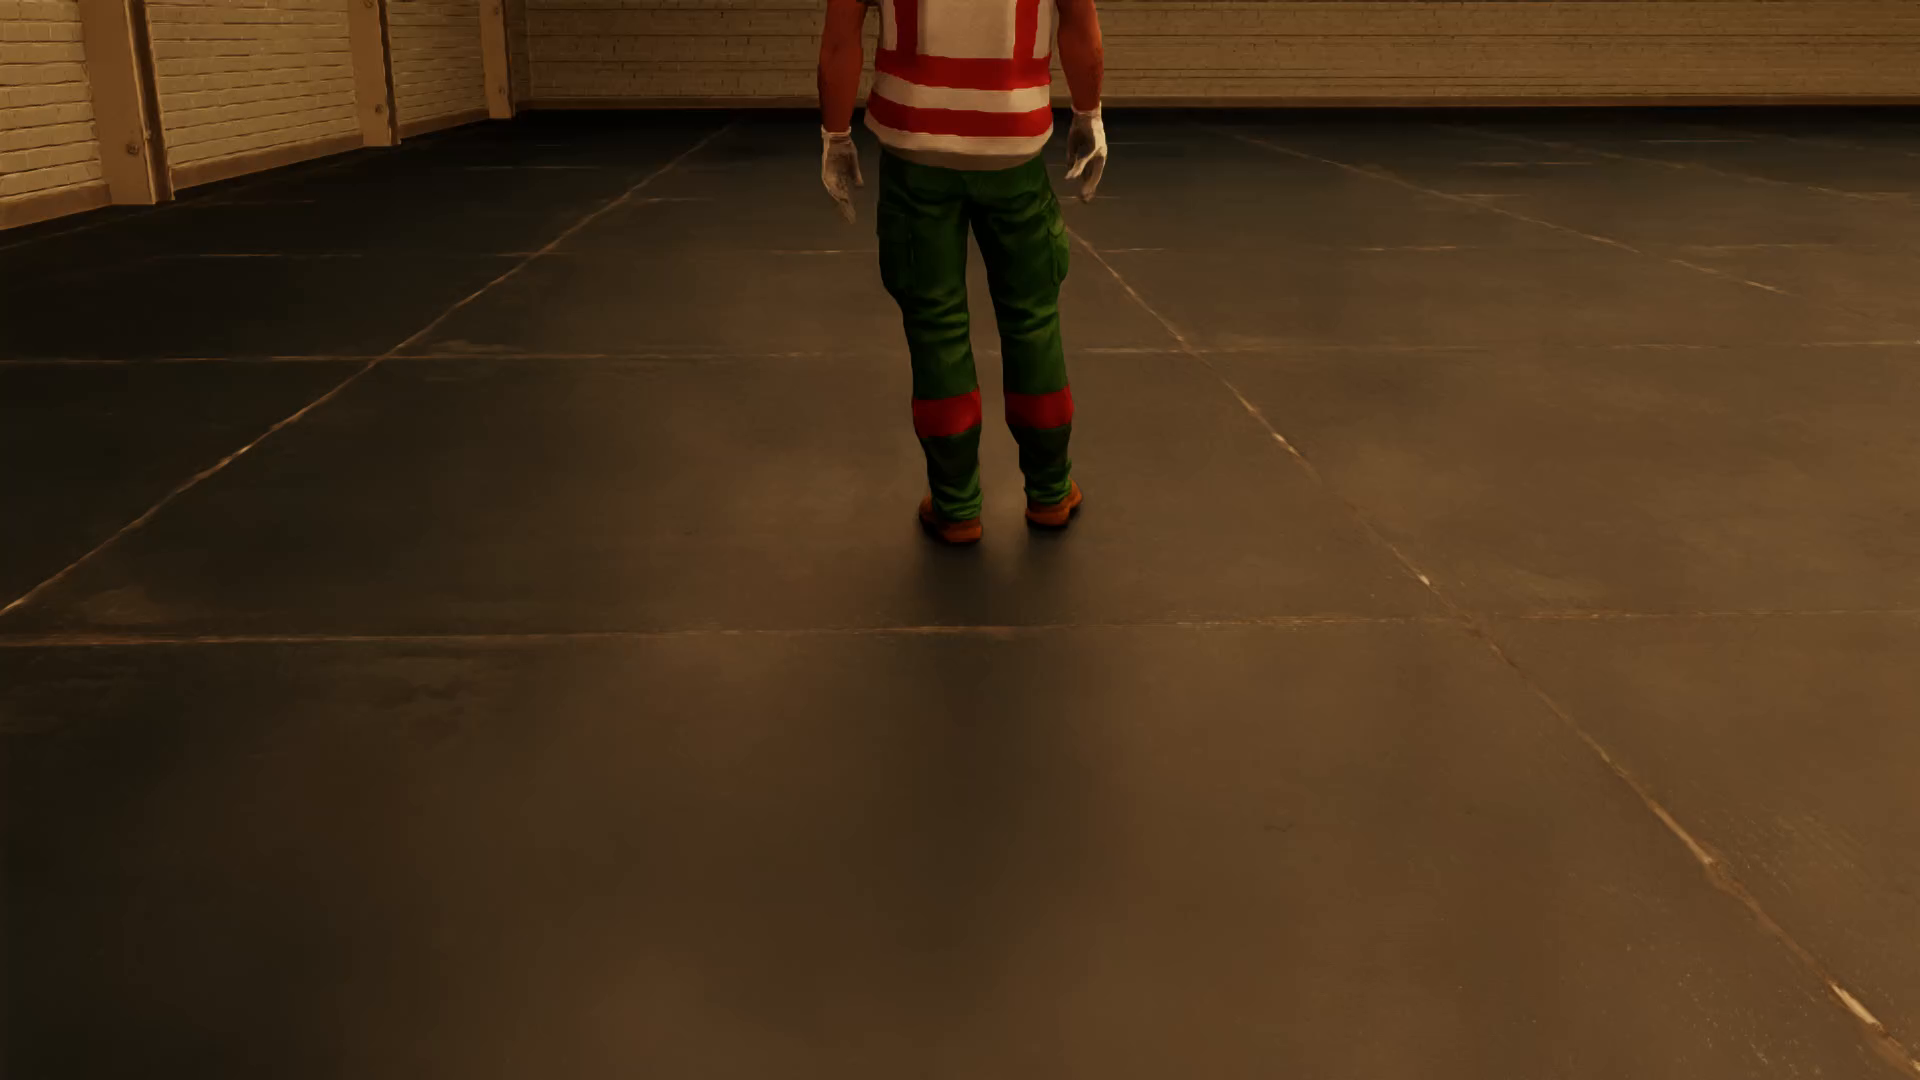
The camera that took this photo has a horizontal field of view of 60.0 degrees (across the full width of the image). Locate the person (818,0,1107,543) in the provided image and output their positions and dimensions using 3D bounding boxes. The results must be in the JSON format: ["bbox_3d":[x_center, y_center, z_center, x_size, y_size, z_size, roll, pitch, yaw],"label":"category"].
[{"bbox_3d":[0.007,-0.886,3.732,0.637,1.787,0.563,-1,17,-3],"label":"person"}]
